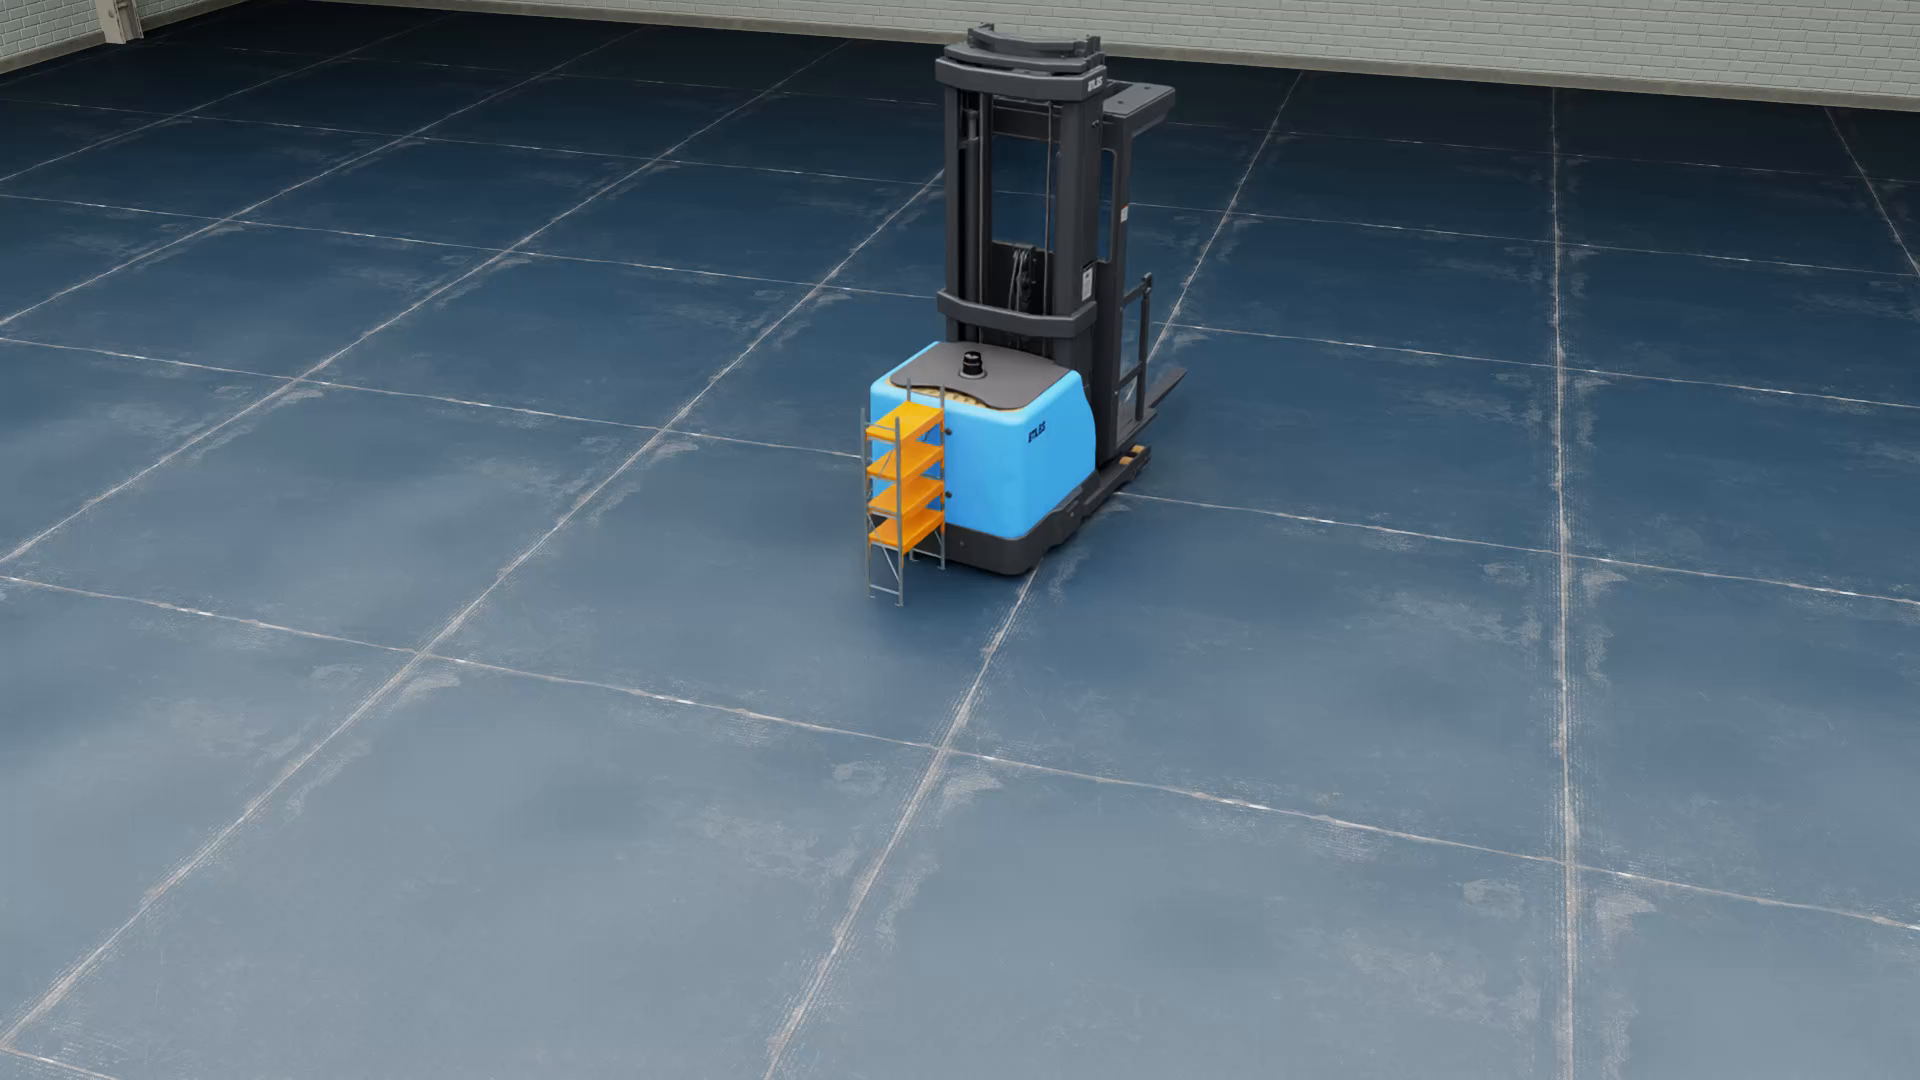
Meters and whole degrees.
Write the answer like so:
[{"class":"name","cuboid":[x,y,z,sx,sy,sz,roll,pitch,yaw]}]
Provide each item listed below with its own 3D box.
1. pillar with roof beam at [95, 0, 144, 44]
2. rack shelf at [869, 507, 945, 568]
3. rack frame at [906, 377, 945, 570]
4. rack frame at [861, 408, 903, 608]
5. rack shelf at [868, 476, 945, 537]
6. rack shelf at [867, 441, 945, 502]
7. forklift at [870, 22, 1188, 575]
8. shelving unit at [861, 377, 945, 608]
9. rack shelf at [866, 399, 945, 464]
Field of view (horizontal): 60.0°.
[{"class":"pillar with roof beam","cuboid":[-7.097,-10.029,19.022,9.100,9.000,0.400,8,30,15]},{"class":"rack shelf","cuboid":[-0.315,-0.038,9.630,0.258,0.148,0.480,15,32,25]},{"class":"rack frame","cuboid":[-0.196,-0.373,9.687,0.240,1.200,0.015,15,32,25]},{"class":"rack frame","cuboid":[-0.434,-0.166,9.315,0.240,1.200,0.015,15,32,25]},{"class":"rack shelf","cuboid":[-0.315,-0.211,9.534,0.258,0.148,0.480,15,32,25]},{"class":"rack shelf","cuboid":[-0.315,-0.407,9.425,0.258,0.148,0.480,15,32,25]},{"class":"forklift","cuboid":[0.617,-1.761,10.401,1.130,2.935,3.031,15,32,25]},{"class":"shelving unit","cuboid":[-0.315,-0.270,9.501,0.258,1.200,0.503,15,32,25]},{"class":"rack shelf","cuboid":[-0.315,-0.613,9.310,0.258,0.148,0.480,15,32,25]}]
